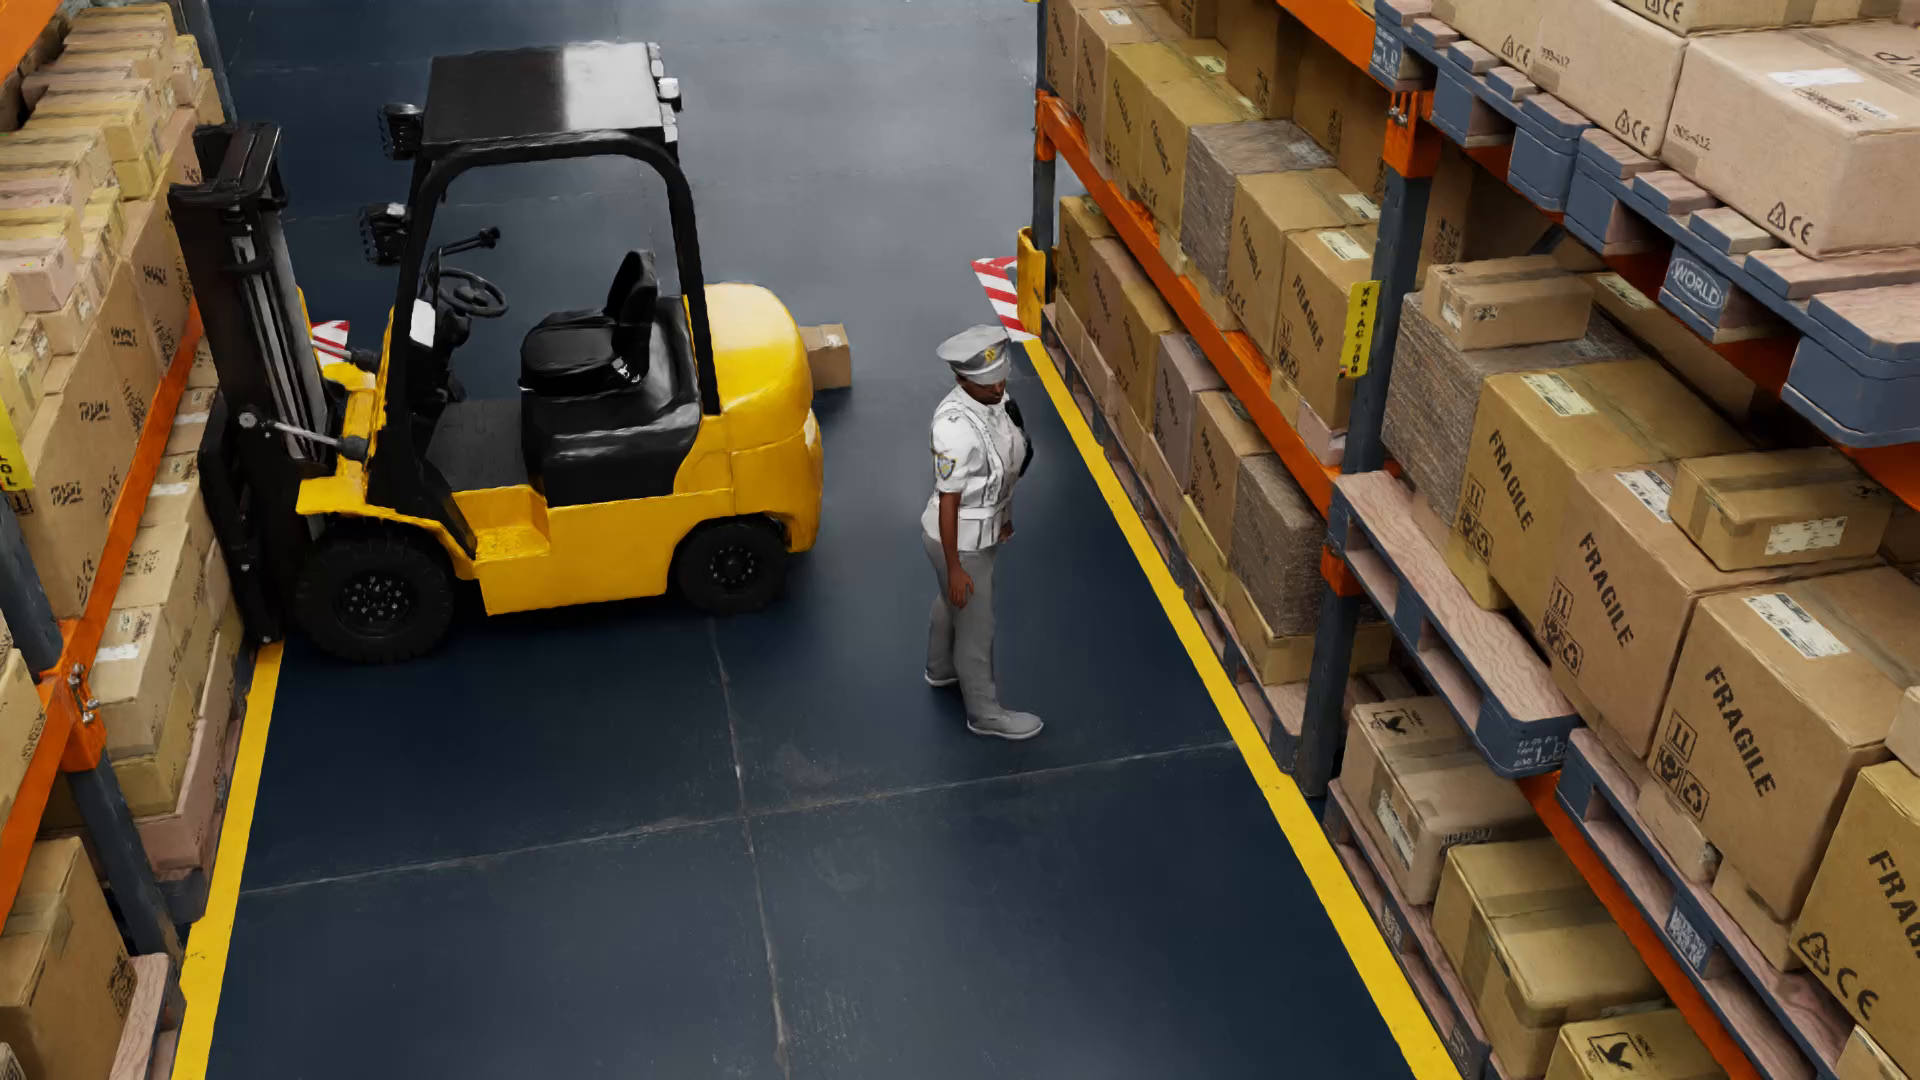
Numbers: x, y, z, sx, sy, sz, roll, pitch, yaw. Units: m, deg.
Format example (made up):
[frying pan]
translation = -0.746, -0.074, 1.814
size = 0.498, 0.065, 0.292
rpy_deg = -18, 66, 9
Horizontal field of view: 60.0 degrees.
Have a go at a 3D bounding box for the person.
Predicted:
[person]
translation = 0.086, -0.012, 6.122
size = 0.541, 1.660, 0.560
rpy_deg = 10, 36, 14
